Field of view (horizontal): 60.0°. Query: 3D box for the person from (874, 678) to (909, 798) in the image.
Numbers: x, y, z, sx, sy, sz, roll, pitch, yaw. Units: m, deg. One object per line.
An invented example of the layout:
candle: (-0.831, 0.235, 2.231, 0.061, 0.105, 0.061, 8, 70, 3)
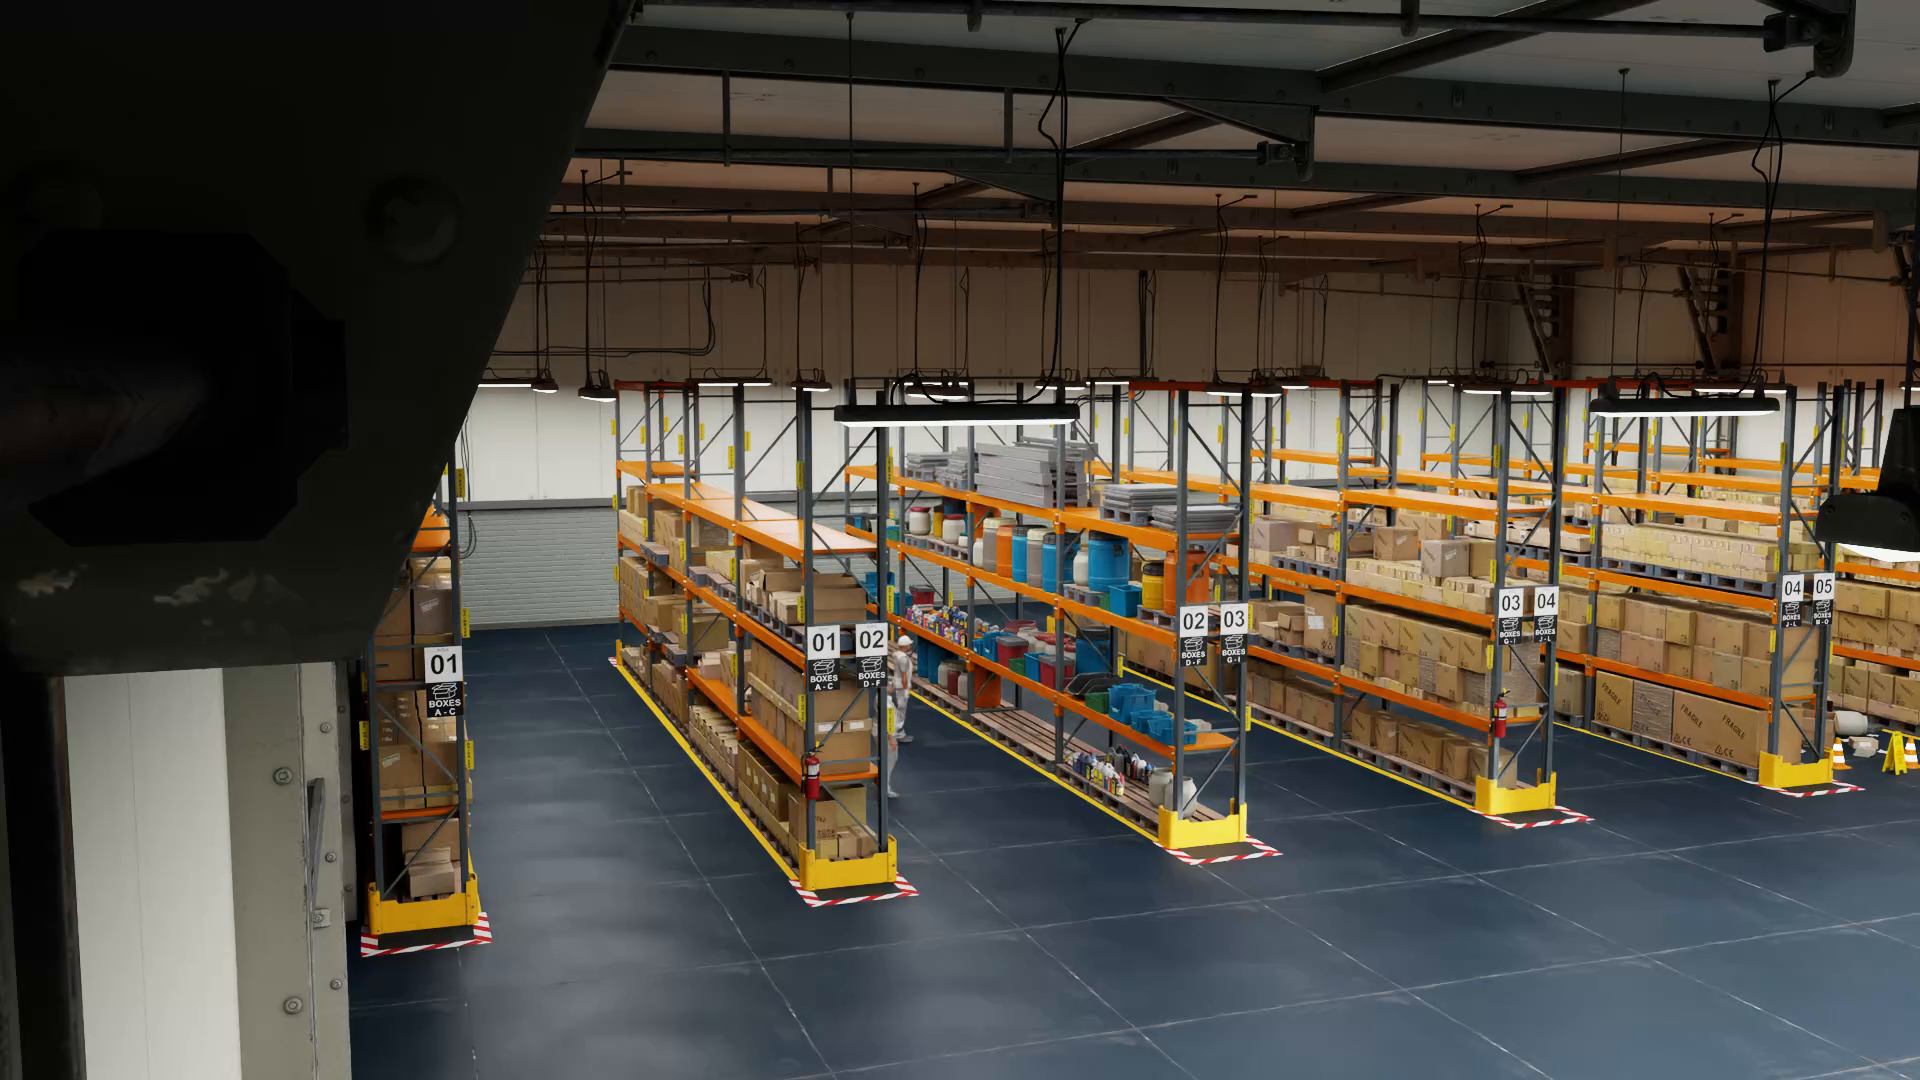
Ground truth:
person: (-0.993, 2.905, 24.345, 0.530, 1.754, 0.652, 0, 6, 2)

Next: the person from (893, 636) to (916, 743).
person: (-0.933, 2.500, 27.857, 0.406, 1.789, 0.606, -1, 6, -10)
